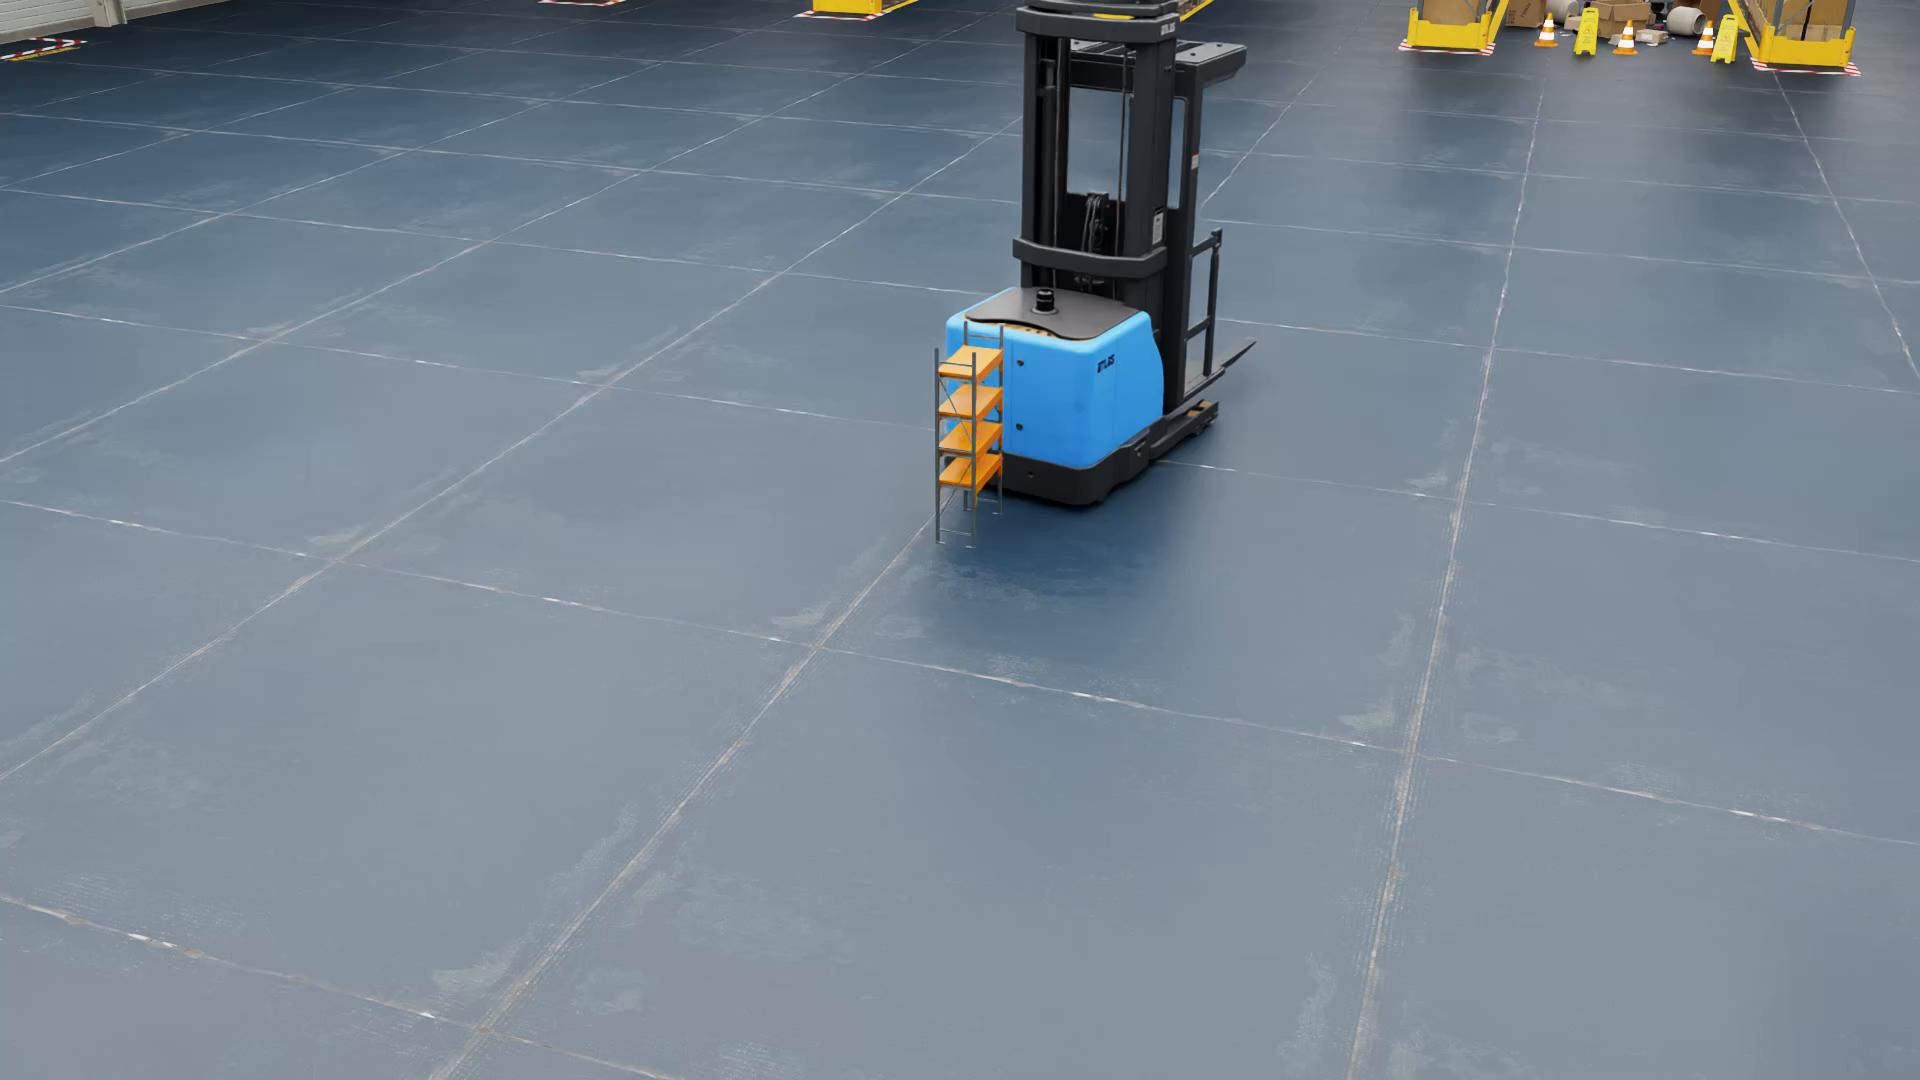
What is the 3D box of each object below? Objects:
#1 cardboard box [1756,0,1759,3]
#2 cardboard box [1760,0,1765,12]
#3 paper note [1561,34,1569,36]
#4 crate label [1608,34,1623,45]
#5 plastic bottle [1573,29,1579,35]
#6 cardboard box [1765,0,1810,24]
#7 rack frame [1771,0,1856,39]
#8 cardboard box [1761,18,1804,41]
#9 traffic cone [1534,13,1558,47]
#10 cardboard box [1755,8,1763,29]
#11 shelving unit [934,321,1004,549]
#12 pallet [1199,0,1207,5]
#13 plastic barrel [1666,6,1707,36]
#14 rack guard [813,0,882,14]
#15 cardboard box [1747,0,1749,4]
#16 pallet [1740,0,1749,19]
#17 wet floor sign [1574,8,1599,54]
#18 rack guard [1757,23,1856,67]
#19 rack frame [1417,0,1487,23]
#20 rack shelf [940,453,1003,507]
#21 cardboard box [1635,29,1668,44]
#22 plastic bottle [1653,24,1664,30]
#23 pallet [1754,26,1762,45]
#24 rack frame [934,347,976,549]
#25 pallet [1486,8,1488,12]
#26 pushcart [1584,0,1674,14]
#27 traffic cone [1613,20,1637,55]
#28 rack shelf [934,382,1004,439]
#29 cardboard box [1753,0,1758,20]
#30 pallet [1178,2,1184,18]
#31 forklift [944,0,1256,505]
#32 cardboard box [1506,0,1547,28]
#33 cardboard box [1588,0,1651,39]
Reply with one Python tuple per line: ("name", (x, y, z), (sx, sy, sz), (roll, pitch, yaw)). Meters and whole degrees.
("cardboard box", (12.821, -8.710, 26.109), (0.500, 0.500, 0.500), (10, 28, 20))
("cardboard box", (12.474, -8.279, 25.220), (0.500, 0.500, 0.500), (8, 27, 16))
("paper note", (9.516, -7.922, 26.079), (0.144, 0.017, 0.142), (20, 32, 35))
("crate label", (10.078, -7.631, 25.353), (0.250, 0.136, 0.298), (-5, 26, -9))
("plastic bottle", (9.772, -8.039, 26.284), (0.133, 0.061, 0.283), (0, 26, -1))
("cardboard box", (12.129, -7.858, 24.350), (0.500, 0.500, 0.500), (9, 27, 18))
("rack frame", (12.108, -8.202, 23.248), (1.000, 3.000, 0.127), (9, 27, 17))
("cardboard box", (12.131, -7.534, 24.543), (0.500, 0.250, 0.500), (9, 27, 17))
("traffic cone", (8.922, -7.749, 25.223), (0.336, 0.463, 0.334), (9, 27, 17))
("cardboard box", (12.472, -7.952, 25.405), (0.500, 0.250, 0.500), (8, 27, 16))
("shelving unit", (0.055, -0.608, 9.629), (0.258, 1.200, 0.503), (9, 27, 17))
("pallet", (3.904, -9.747, 29.638), (1.003, 0.211, 1.213), (9, 27, 17))
("plastic barrel", (11.368, -8.111, 26.016), (0.421, 0.421, 0.512), (-14, 29, -27))
("rack guard", (-1.927, -9.270, 28.323), (1.175, 0.500, 0.348), (9, 27, 17))
("cardboard box", (13.611, -9.068, 27.570), (0.950, 0.372, 0.625), (9, 27, 18))
("pallet", (13.697, -8.911, 27.912), (1.003, 0.211, 1.213), (9, 27, 17))
("wet floor sign", (9.264, -7.520, 24.540), (0.267, 0.644, 0.232), (4, 26, 8))
("rack guard", (12.133, -7.108, 23.857), (1.175, 0.500, 0.348), (9, 27, 17))
("rack frame", (7.407, -8.878, 24.645), (1.000, 3.000, 0.127), (9, 27, 17))
("rack shelf", (0.055, -0.369, 9.745), (0.258, 0.148, 0.480), (9, 27, 17))
("cardboard box", (10.639, -7.750, 25.586), (0.250, 0.149, 0.380), (-20, 33, -36))
("plastic bottle", (11.241, -8.265, 26.750), (0.133, 0.061, 0.283), (14, 29, 26))
("pallet", (12.845, -7.806, 25.631), (1.003, 0.211, 1.213), (9, 27, 17))
("rack frame", (-0.026, -0.508, 9.422), (0.240, 1.200, 0.015), (9, 27, 17))
("pallet", (8.007, -8.463, 26.986), (1.003, 0.211, 1.213), (9, 27, 17))
("pushcart", (11.273, -8.976, 27.855), (1.648, 0.377, 0.936), (0, 26, -1))
("traffic cone", (9.875, -7.445, 24.596), (0.336, 0.463, 0.334), (9, 27, 17))
("rack shelf", (0.055, -0.749, 9.561), (0.258, 0.148, 0.480), (9, 27, 17))
("cardboard box", (12.821, -8.373, 26.274), (0.500, 0.250, 0.500), (10, 28, 20))
("pallet", (3.092, -8.744, 27.567), (1.003, 0.211, 1.213), (9, 27, 17))
("forklift", (1.109, -2.125, 10.775), (1.130, 2.935, 3.031), (15, 30, 29))
("cardboard box", (9.189, -8.611, 26.959), (0.500, 0.500, 0.500), (14, 29, 26))
("cardboard box", (10.305, -8.167, 26.041), (0.797, 0.503, 0.637), (-9, 27, -18))
